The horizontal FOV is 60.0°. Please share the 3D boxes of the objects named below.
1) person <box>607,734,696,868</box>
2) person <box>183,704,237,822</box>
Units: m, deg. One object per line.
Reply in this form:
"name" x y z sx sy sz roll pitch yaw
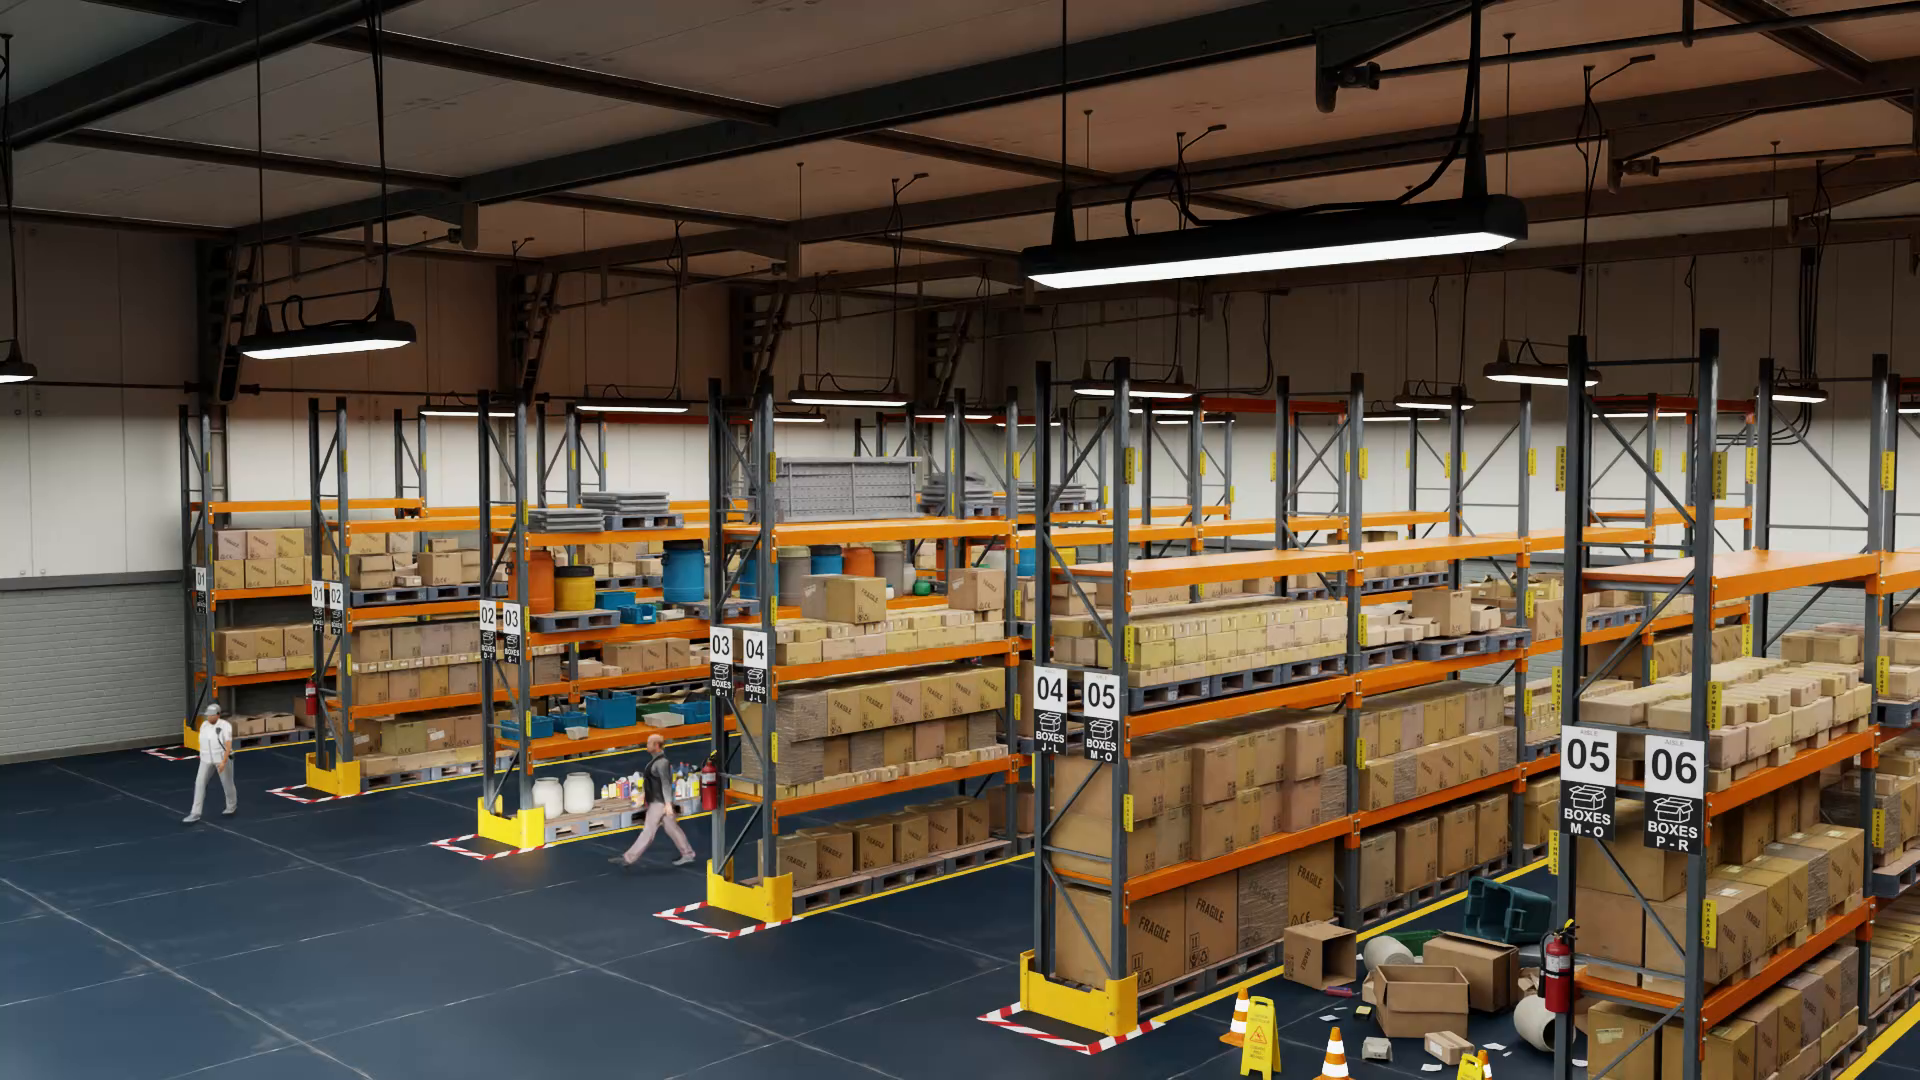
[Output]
"person" -3.823 3.225 20.585 1.079 1.661 0.562 -1 3 -10
"person" -10.500 3.105 23.357 0.530 1.608 0.979 0 3 -5
